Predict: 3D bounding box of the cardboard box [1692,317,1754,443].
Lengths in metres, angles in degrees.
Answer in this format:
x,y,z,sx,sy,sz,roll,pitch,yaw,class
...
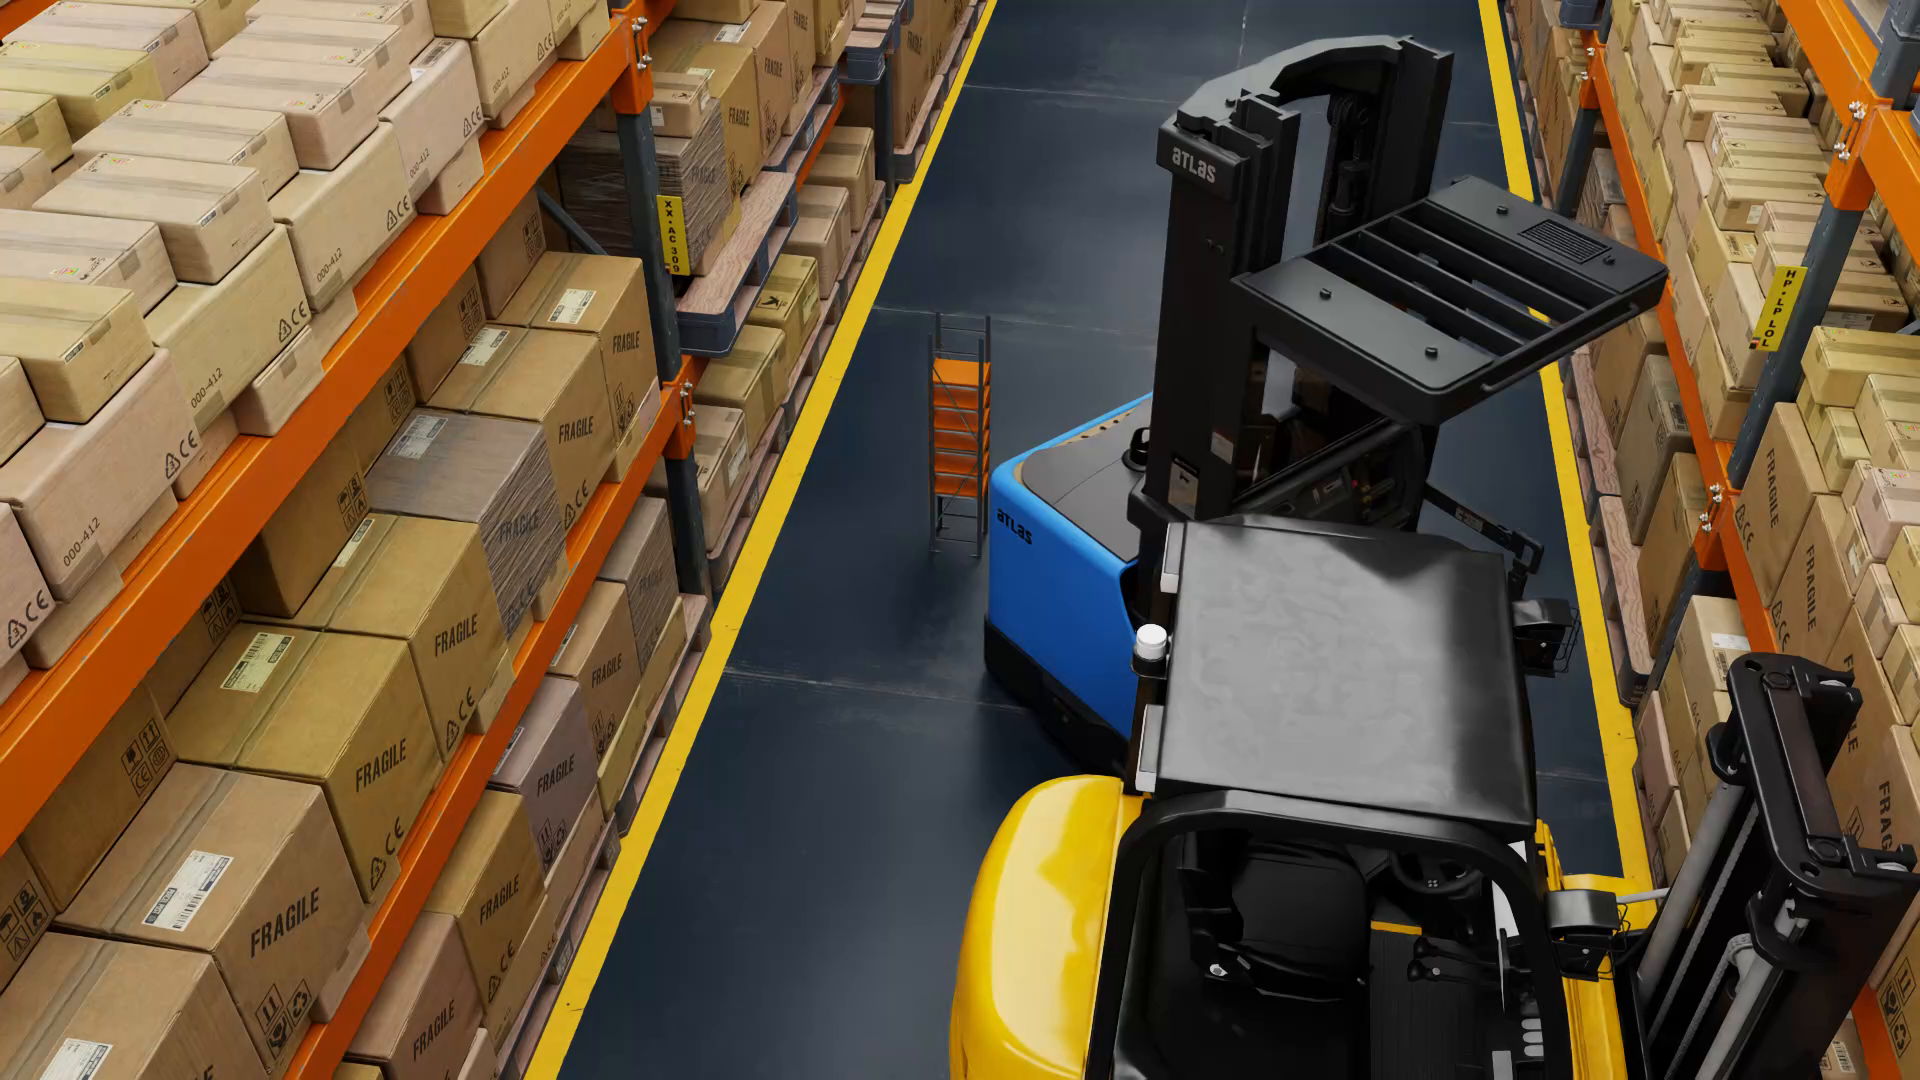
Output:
x,y,z,sx,sy,sz,roll,pitch,yaw,class
3.115,-0.593,6.328,0.500,0.250,0.500,7,40,9,cardboard box

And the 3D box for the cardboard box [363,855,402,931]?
x,y,z,sx,sy,sz,roll,pitch,yaw,class
-1.777,0.928,4.568,0.380,0.149,0.250,7,40,9,cardboard box

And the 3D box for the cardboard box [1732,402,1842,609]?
x,y,z,sx,sy,sz,roll,pitch,yaw,class
2.951,-0.095,5.529,0.500,0.500,0.500,5,40,6,cardboard box

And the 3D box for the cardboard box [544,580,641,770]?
x,y,z,sx,sy,sz,roll,pitch,yaw,class
-1.528,0.478,6.154,0.500,0.500,0.500,7,40,8,cardboard box

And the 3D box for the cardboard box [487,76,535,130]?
x,y,z,sx,sy,sz,roll,pitch,yaw,class
-1.509,-1.367,4.989,0.380,0.149,0.250,7,40,8,cardboard box

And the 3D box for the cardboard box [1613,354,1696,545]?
x,y,z,sx,sy,sz,roll,pitch,yaw,class
3.506,-0.368,7.471,0.875,0.625,0.625,6,40,7,cardboard box

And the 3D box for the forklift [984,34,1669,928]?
x,y,z,sx,sy,sz,roll,pitch,yaw,class
1.405,-0.030,5.583,1.130,2.935,3.031,-26,46,-28,forklift

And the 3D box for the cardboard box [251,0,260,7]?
x,y,z,sx,sy,sz,roll,pitch,yaw,class
-2.123,-1.563,4.600,0.380,0.149,0.250,6,40,7,cardboard box

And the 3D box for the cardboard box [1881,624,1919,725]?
x,y,z,sx,sy,sz,roll,pitch,yaw,class
2.721,0.377,4.450,0.380,0.149,0.250,5,40,6,cardboard box

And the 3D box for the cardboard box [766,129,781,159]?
x,y,z,sx,sy,sz,roll,pitch,yaw,class
-1.041,-1.882,7.637,0.380,0.149,0.250,7,40,8,cardboard box

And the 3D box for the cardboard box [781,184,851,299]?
x,y,z,sx,sy,sz,roll,pitch,yaw,class
-1.139,-1.693,9.273,0.950,0.372,0.625,6,40,7,cardboard box

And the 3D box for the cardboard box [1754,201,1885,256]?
x,y,z,sx,sy,sz,roll,pitch,yaw,class
3.247,-1.145,6.290,0.380,0.149,0.250,6,40,8,cardboard box

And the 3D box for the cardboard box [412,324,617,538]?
x,y,z,sx,sy,sz,roll,pitch,yaw,class
-1.518,-0.374,5.633,0.500,0.500,0.500,8,40,9,cardboard box

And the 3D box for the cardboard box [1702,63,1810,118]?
x,y,z,sx,sy,sz,roll,pitch,yaw,class
3.469,-1.952,7.267,0.380,0.149,0.250,6,40,8,cardboard box

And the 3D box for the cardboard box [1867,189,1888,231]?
x,y,z,sx,sy,sz,roll,pitch,yaw,class
3.723,-1.273,6.446,0.380,0.149,0.250,6,40,7,cardboard box

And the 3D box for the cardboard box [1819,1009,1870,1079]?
x,y,z,sx,sy,sz,roll,pitch,yaw,class
2.621,1.437,4.798,0.500,0.250,0.500,6,40,7,cardboard box

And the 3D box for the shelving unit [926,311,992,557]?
x,y,z,sx,sy,sz,roll,pitch,yaw,class
-0.002,-0.453,7.454,0.258,1.200,0.189,6,40,8,shelving unit

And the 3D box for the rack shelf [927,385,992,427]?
x,y,z,sx,sy,sz,roll,pitch,yaw,class
-0.002,-0.604,7.329,0.258,0.103,0.180,6,40,8,rack shelf

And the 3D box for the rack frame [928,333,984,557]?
x,y,z,sx,sy,sz,roll,pitch,yaw,class
-0.018,-0.396,7.384,0.240,1.200,0.006,6,40,8,rack frame

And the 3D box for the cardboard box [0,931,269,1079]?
x,y,z,sx,sy,sz,roll,pitch,yaw,class
-1.941,1.239,3.682,0.500,0.500,0.500,6,40,7,cardboard box

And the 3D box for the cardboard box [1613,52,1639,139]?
x,y,z,sx,sy,sz,roll,pitch,yaw,class
3.568,-2.192,8.262,0.500,0.250,0.500,6,40,7,cardboard box

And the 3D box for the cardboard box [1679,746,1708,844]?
x,y,z,sx,sy,sz,roll,pitch,yaw,class
2.812,0.985,5.737,0.500,0.250,0.500,6,40,7,cardboard box

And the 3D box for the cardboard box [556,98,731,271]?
x,y,z,sx,sy,sz,roll,pitch,yaw,class
-1.241,-1.429,6.579,0.500,0.500,0.500,7,40,9,cardboard box

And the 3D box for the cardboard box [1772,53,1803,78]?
x,y,z,sx,sy,sz,roll,pitch,yaw,class
3.997,-2.004,7.642,0.500,0.250,0.500,6,40,7,cardboard box

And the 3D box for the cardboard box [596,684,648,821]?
x,y,z,sx,sy,sz,roll,pitch,yaw,class
-1.524,0.783,6.374,0.500,0.250,0.500,5,40,6,cardboard box

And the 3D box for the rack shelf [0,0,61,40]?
x,y,z,sx,sy,sz,roll,pitch,yaw,class
-6.151,-2.311,8.853,1.077,0.370,4.000,6,40,8,rack shelf

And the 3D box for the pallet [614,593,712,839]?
x,y,z,sx,sy,sz,roll,pitch,yaw,class
-1.685,0.649,6.896,1.003,0.211,1.213,6,40,8,pallet

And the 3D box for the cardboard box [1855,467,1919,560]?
x,y,z,sx,sy,sz,roll,pitch,yaw,class
2.801,-0.057,4.740,0.380,0.149,0.250,7,40,9,cardboard box

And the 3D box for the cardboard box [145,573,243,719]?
x,y,z,sx,sy,sz,roll,pitch,yaw,class
-2.341,0.128,4.242,0.700,0.500,0.500,6,40,7,cardboard box

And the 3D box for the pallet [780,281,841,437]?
x,y,z,sx,sy,sz,roll,pitch,yaw,class
-1.262,-1.033,8.931,1.003,0.211,1.213,6,40,8,pallet

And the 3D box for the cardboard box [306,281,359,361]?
x,y,z,sx,sy,sz,roll,pitch,yaw,class
-1.694,-0.554,4.006,0.380,0.149,0.250,5,40,6,cardboard box

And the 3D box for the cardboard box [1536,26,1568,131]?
x,y,z,sx,sy,sz,roll,pitch,yaw,class
4.024,-2.946,10.688,0.500,0.500,0.500,8,40,10,cardboard box

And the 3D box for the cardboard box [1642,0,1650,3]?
x,y,z,sx,sy,sz,roll,pitch,yaw,class
3.587,-2.770,8.255,0.380,0.149,0.250,7,40,9,cardboard box

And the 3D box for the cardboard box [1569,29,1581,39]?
x,y,z,sx,sy,sz,roll,pitch,yaw,class
4.010,-3.099,10.364,0.380,0.149,0.250,8,40,9,cardboard box

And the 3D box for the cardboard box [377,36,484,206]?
x,y,z,sx,sy,sz,roll,pitch,yaw,class
-1.604,-1.122,4.380,0.500,0.250,0.500,6,40,7,cardboard box

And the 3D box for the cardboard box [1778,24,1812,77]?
x,y,z,sx,sy,sz,roll,pitch,yaw,class
3.985,-2.229,7.601,0.380,0.149,0.250,6,40,7,cardboard box

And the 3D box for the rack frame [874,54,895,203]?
x,y,z,sx,sy,sz,roll,pitch,yaw,class
-0.912,-3.361,9.559,1.000,3.000,0.127,6,40,8,rack frame

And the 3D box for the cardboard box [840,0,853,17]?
x,y,z,sx,sy,sz,roll,pitch,yaw,class
-0.795,-3.035,8.522,0.500,0.500,0.500,6,40,7,cardboard box

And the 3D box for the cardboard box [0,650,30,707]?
x,y,z,sx,sy,sz,roll,pitch,yaw,class
-1.962,0.253,3.030,0.380,0.149,0.250,5,40,6,cardboard box

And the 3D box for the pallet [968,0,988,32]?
x,y,z,sx,sy,sz,roll,pitch,yaw,class
-0.279,-4.305,12.888,1.003,0.211,1.213,6,40,8,pallet

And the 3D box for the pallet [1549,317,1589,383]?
x,y,z,sx,sy,sz,roll,pitch,yaw,class
3.797,-1.229,9.168,1.003,0.211,1.213,6,40,8,pallet

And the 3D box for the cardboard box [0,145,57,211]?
x,y,z,sx,sy,sz,roll,pitch,yaw,class
-2.205,-0.739,3.605,0.380,0.149,0.250,5,40,6,cardboard box

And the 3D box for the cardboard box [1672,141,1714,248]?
x,y,z,sx,sy,sz,roll,pitch,yaw,class
3.295,-1.421,6.937,0.500,0.250,0.500,7,40,9,cardboard box

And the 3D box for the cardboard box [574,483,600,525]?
x,y,z,sx,sy,sz,roll,pitch,yaw,class
-1.518,-0.207,5.940,0.380,0.149,0.250,7,40,8,cardboard box

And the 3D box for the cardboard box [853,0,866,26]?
x,y,z,sx,sy,sz,roll,pitch,yaw,class
-0.711,-2.856,8.814,0.380,0.149,0.250,6,40,7,cardboard box

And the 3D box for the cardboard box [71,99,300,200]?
x,y,z,sx,sy,sz,roll,pitch,yaw,class
-1.740,-0.859,3.750,0.380,0.149,0.250,7,40,9,cardboard box

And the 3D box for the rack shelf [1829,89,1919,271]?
x,y,z,sx,sy,sz,roll,pitch,yaw,class
2.939,0.070,3.618,1.077,0.370,4.000,6,40,8,rack shelf

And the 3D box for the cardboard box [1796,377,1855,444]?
x,y,z,sx,sy,sz,roll,pitch,yaw,class
2.971,-0.424,5.418,0.380,0.149,0.250,6,40,7,cardboard box
